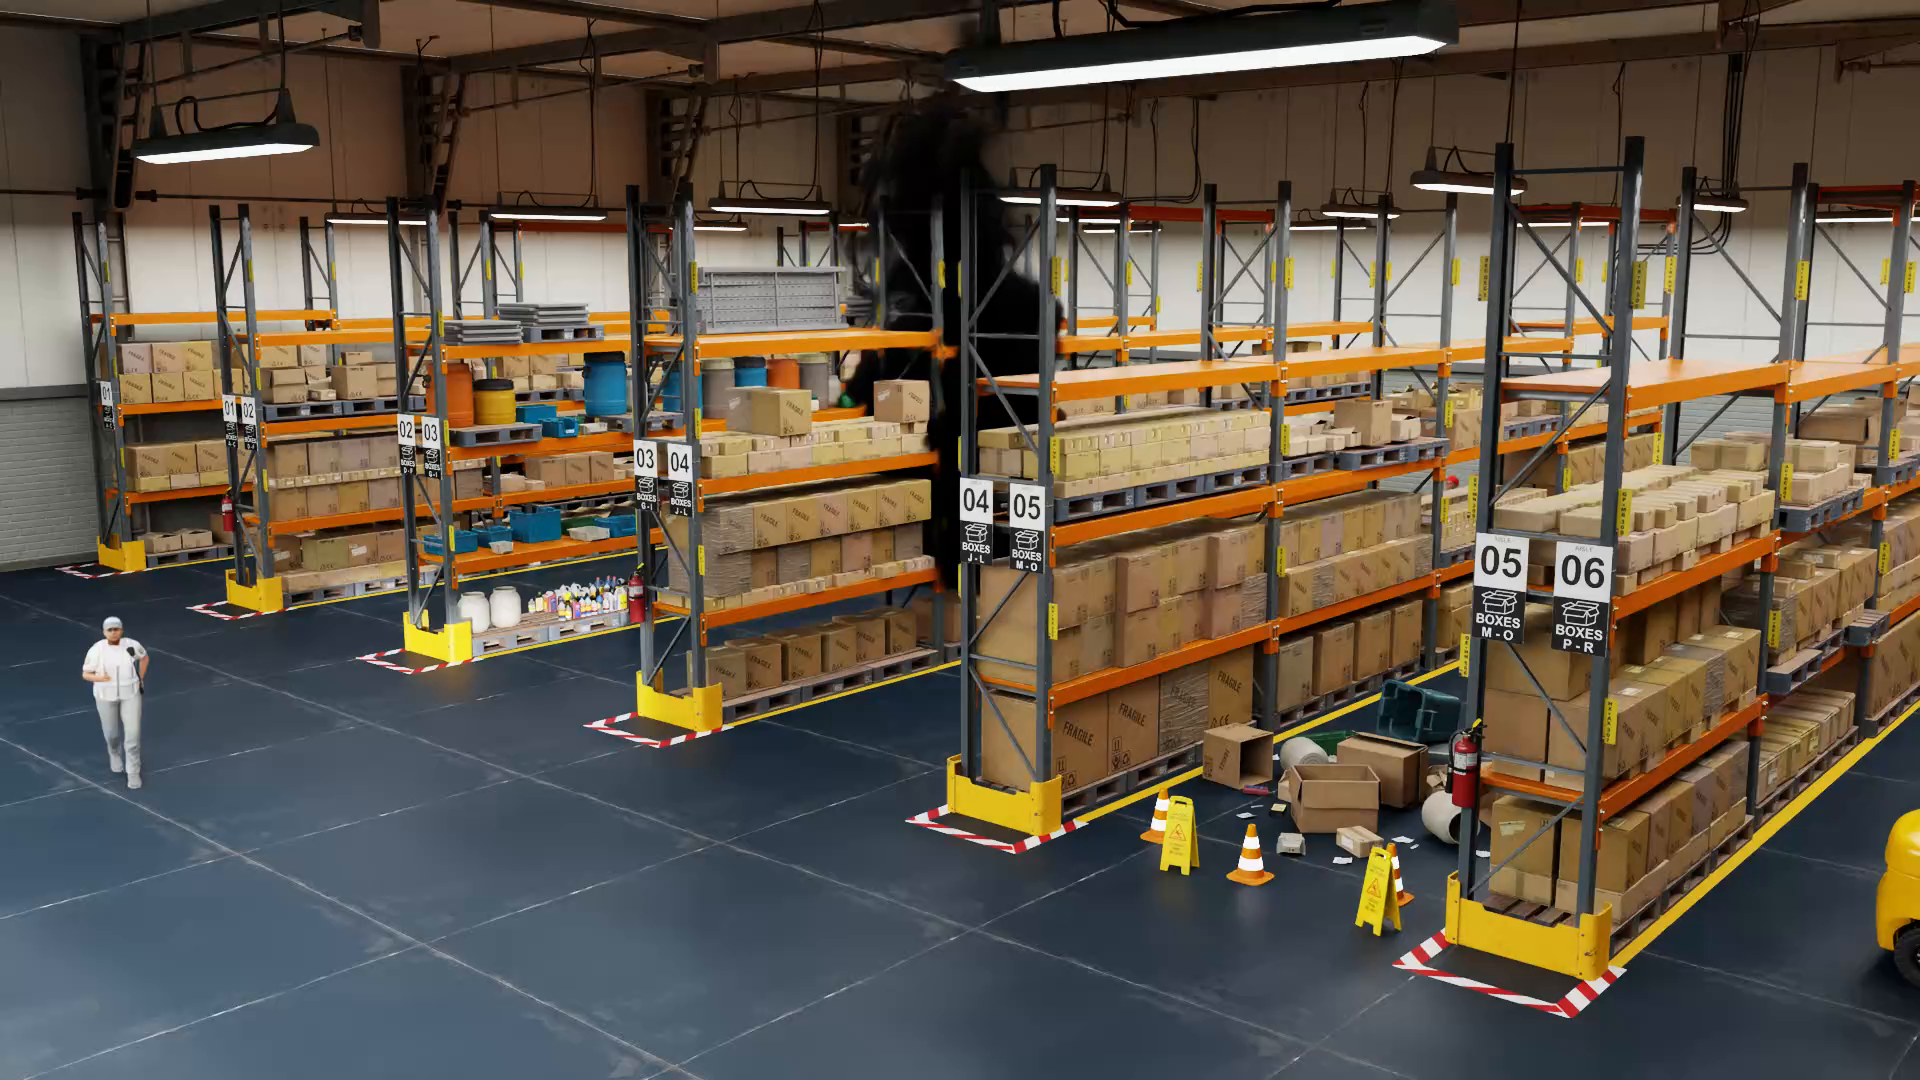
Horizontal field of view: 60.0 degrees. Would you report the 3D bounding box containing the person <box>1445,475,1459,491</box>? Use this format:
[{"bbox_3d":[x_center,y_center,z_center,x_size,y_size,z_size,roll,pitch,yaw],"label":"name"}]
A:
[{"bbox_3d":[7.974,-0.156,26.811,0.844,1.799,0.659,-8,12,-39],"label":"person"}]

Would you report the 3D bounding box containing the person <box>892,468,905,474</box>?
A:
[{"bbox_3d":[-1.386,-1.080,32.492,0.613,1.686,0.939,6,11,32],"label":"person"}]

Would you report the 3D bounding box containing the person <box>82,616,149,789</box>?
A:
[{"bbox_3d":[-8.403,1.583,16.612,0.608,1.665,0.880,-5,11,-28],"label":"person"}]
